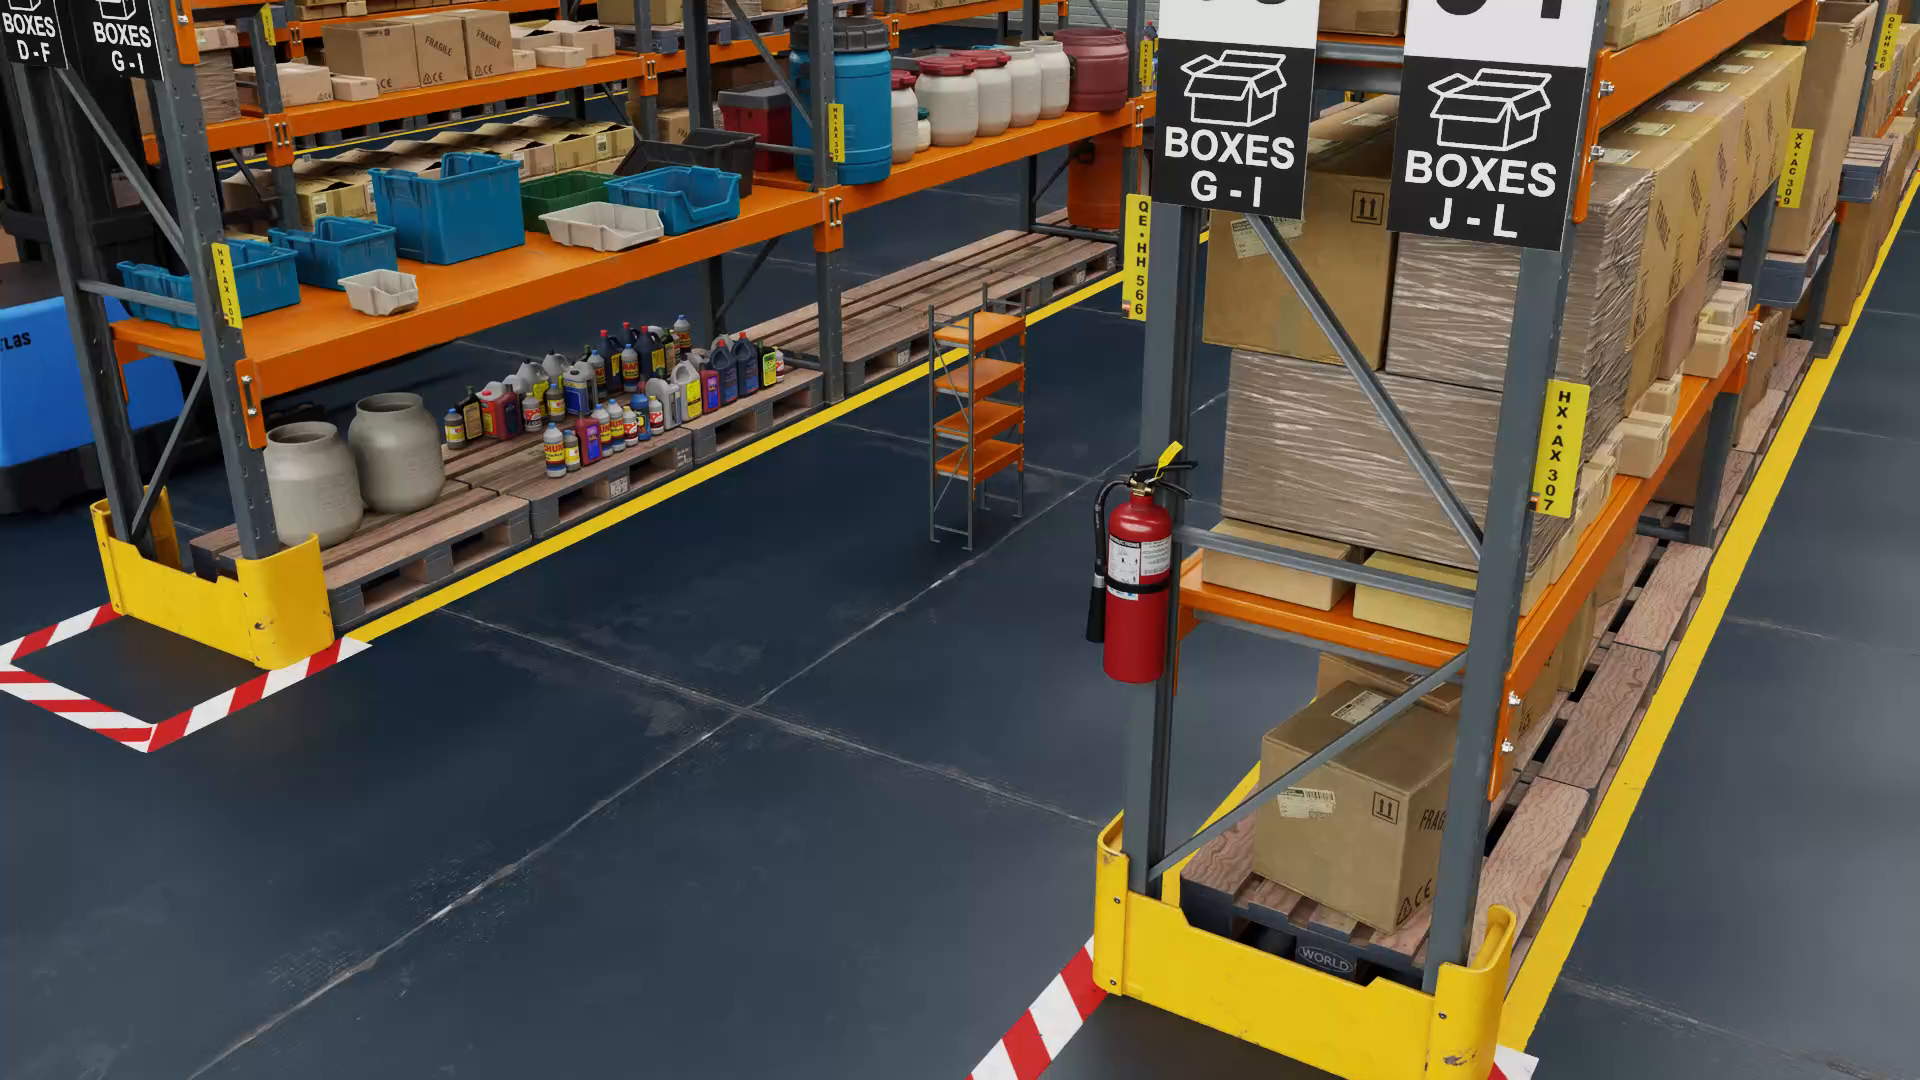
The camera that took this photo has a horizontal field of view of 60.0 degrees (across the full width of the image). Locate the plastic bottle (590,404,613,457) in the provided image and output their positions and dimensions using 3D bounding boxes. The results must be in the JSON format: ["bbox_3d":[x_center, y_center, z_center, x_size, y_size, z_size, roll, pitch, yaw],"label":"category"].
[{"bbox_3d":[-1.875,-0.577,8.689,0.097,0.271,0.097,0,23,0],"label":"plastic bottle"}]

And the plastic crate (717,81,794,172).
[{"bbox_3d":[-1.171,-2.572,10.336,0.402,0.464,0.583,14,27,29],"label":"plastic crate"}]

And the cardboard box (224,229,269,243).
[{"bbox_3d":[-5.432,-2.083,12.219,0.500,0.250,0.500,14,27,29],"label":"cardboard box"}]

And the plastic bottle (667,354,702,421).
[{"bbox_3d":[-1.533,-0.850,9.219,0.144,0.351,0.185,14,27,29],"label":"plastic bottle"}]

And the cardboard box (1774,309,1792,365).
[{"bbox_3d":[4.815,-1.452,10.421,0.700,0.500,0.500,12,26,26],"label":"cardboard box"}]

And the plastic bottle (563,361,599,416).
[{"bbox_3d":[-2.130,-0.852,9.317,0.152,0.276,0.135,14,27,29],"label":"plastic bottle"}]

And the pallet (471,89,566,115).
[{"bbox_3d":[-5.707,-5.536,20.772,1.003,0.211,1.213,14,27,29],"label":"pallet"}]

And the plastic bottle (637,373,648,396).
[{"bbox_3d":[-1.713,-0.787,9.158,0.061,0.283,0.133,14,27,29],"label":"plastic bottle"}]

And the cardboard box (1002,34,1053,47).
[{"bbox_3d":[0.879,-6.224,21.445,0.500,0.500,0.500,14,27,29],"label":"cardboard box"}]

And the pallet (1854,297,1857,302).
[{"bbox_3d":[6.275,-2.008,12.623,1.003,0.211,1.213,14,27,29],"label":"pallet"}]

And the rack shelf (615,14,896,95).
[{"bbox_3d":[-2.208,-5.050,17.044,1.077,0.370,4.000,14,27,29],"label":"rack shelf"}]

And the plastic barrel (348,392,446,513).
[{"bbox_3d":[-2.730,-0.424,8.056,0.421,0.512,0.421,0,23,0],"label":"plastic barrel"}]

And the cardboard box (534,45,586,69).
[{"bbox_3d":[-3.503,-4.228,14.557,0.380,0.149,0.250,14,27,29],"label":"cardboard box"}]

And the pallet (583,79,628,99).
[{"bbox_3d":[-4.896,-6.052,21.965,1.003,0.211,1.213,14,27,29],"label":"pallet"}]

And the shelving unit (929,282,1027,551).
[{"bbox_3d":[0.087,-0.606,8.141,0.258,1.200,0.503,14,27,29],"label":"shelving unit"}]

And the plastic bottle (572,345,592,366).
[{"bbox_3d":[-2.167,-0.975,9.591,0.061,0.283,0.133,15,28,31],"label":"plastic bottle"}]

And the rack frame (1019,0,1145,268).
[{"bbox_3d":[0.943,-3.665,12.941,1.000,3.000,0.127,14,27,29],"label":"rack frame"}]

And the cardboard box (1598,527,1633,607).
[{"bbox_3d":[2.500,-0.001,7.096,0.500,0.500,0.500,-18,29,-36],"label":"cardboard box"}]

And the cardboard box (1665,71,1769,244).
[{"bbox_3d":[2.510,-1.372,5.884,0.500,0.500,0.500,14,27,29],"label":"cardboard box"}]

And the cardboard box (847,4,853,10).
[{"bbox_3d":[-1.107,-6.323,18.955,0.500,0.500,0.500,14,27,30],"label":"cardboard box"}]

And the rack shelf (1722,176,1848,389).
[{"bbox_3d":[4.096,-1.622,9.127,1.077,0.370,4.000,14,27,29],"label":"rack shelf"}]

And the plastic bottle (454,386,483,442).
[{"bbox_3d":[-2.634,-0.676,8.900,0.061,0.283,0.133,15,27,30],"label":"plastic bottle"}]

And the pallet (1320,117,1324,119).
[{"bbox_3d":[4.051,-4.405,18.161,1.003,0.211,1.213,14,27,29],"label":"pallet"}]

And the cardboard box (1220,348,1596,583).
[{"bbox_3d":[1.244,-0.290,4.643,0.875,0.500,0.500,14,27,29],"label":"cardboard box"}]

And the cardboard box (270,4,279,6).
[{"bbox_3d":[-7.519,-5.799,18.161,0.380,0.149,0.250,14,27,30],"label":"cardboard box"}]

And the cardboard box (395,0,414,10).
[{"bbox_3d":[-6.448,-6.138,18.944,0.380,0.149,0.250,14,27,30],"label":"cardboard box"}]

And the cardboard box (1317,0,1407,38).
[{"bbox_3d":[0.969,-1.451,4.239,0.500,0.250,0.500,15,27,30],"label":"cardboard box"}]

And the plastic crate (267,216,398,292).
[{"bbox_3d":[-2.920,-1.347,7.772,0.499,0.251,0.408,14,27,29],"label":"plastic crate"}]

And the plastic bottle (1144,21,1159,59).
[{"bbox_3d":[1.684,-4.407,14.716,0.144,0.351,0.185,14,27,29],"label":"plastic bottle"}]

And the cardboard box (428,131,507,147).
[{"bbox_3d":[-4.330,-3.427,14.617,0.500,0.311,0.500,13,27,28],"label":"cardboard box"}]

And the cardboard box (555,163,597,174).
[{"bbox_3d":[-3.602,-3.232,14.873,0.500,0.250,0.500,14,27,28],"label":"cardboard box"}]

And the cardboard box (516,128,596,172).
[{"bbox_3d":[-3.599,-3.488,14.757,0.500,0.311,0.500,13,27,28],"label":"cardboard box"}]

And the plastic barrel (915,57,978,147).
[{"bbox_3d":[-0.089,-2.902,11.007,0.433,0.535,0.433,0,23,0],"label":"plastic barrel"}]

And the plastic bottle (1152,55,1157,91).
[{"bbox_3d":[1.530,-3.718,13.225,0.097,0.271,0.097,0,23,0],"label":"plastic bottle"}]

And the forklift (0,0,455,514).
[{"bbox_3d":[-4.367,-2.005,9.192,1.130,2.935,3.031,15,28,31],"label":"forklift"}]

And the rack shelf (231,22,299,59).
[{"bbox_3d":[-8.529,-4.736,16.321,1.077,0.370,4.000,14,27,29],"label":"rack shelf"}]

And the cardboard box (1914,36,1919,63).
[{"bbox_3d":[7.731,-4.149,13.872,0.500,0.250,0.500,13,27,28],"label":"cardboard box"}]

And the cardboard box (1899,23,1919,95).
[{"bbox_3d":[7.246,-3.808,13.146,0.500,0.500,0.500,14,27,29],"label":"cardboard box"}]

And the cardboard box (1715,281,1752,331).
[{"bbox_3d":[3.177,-1.028,7.165,0.380,0.149,0.250,14,27,29],"label":"cardboard box"}]

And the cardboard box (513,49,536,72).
[{"bbox_3d":[-3.888,-4.147,14.370,0.380,0.149,0.250,16,28,33],"label":"cardboard box"}]

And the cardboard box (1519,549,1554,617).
[{"bbox_3d":[1.432,0.061,4.649,0.380,0.149,0.250,14,27,29],"label":"cardboard box"}]

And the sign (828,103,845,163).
[{"bbox_3d":[-0.705,-2.323,9.493,0.100,0.325,0.005,14,27,29],"label":"sign"}]

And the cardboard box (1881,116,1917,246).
[{"bbox_3d":[6.940,-2.975,13.492,1.225,0.875,0.875,14,27,29],"label":"cardboard box"}]

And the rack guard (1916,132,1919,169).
[{"bbox_3d":[9.384,-4.189,17.296,1.175,0.500,0.348,14,27,29],"label":"rack guard"}]

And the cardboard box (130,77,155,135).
[{"bbox_3d":[-5.874,-3.070,11.440,0.700,0.500,0.500,14,27,28],"label":"cardboard box"}]

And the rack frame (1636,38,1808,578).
[{"bbox_3d":[3.041,-1.277,7.425,1.000,3.000,0.127,14,27,29],"label":"rack frame"}]

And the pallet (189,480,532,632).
[{"bbox_3d":[-2.844,0.006,7.971,1.003,0.211,1.213,14,27,29],"label":"pallet"}]

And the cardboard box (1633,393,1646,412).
[{"bbox_3d":[2.177,-0.456,5.845,0.380,0.149,0.250,14,27,29],"label":"cardboard box"}]

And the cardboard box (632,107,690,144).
[{"bbox_3d":[-2.780,-3.853,15.968,0.500,0.500,0.500,15,28,31],"label":"cardboard box"}]

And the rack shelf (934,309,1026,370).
[{"bbox_3d":[0.087,-0.967,7.985,0.258,0.148,0.480,14,27,29],"label":"rack shelf"}]

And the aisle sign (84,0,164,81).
[{"bbox_3d":[-3.066,-2.073,5.990,0.394,0.787,0.004,14,27,29],"label":"aisle sign"}]

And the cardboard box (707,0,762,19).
[{"bbox_3d":[-2.382,-5.448,16.405,0.700,0.500,0.500,20,31,39],"label":"cardboard box"}]

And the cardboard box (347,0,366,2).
[{"bbox_3d":[-6.716,-6.218,18.313,0.500,0.500,0.500,15,28,31],"label":"cardboard box"}]

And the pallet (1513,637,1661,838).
[{"bbox_3d":[2.074,0.650,6.483,1.003,0.211,1.213,14,27,29],"label":"pallet"}]

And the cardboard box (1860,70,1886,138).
[{"bbox_3d":[5.638,-2.780,10.771,0.500,0.500,0.500,15,27,30],"label":"cardboard box"}]
